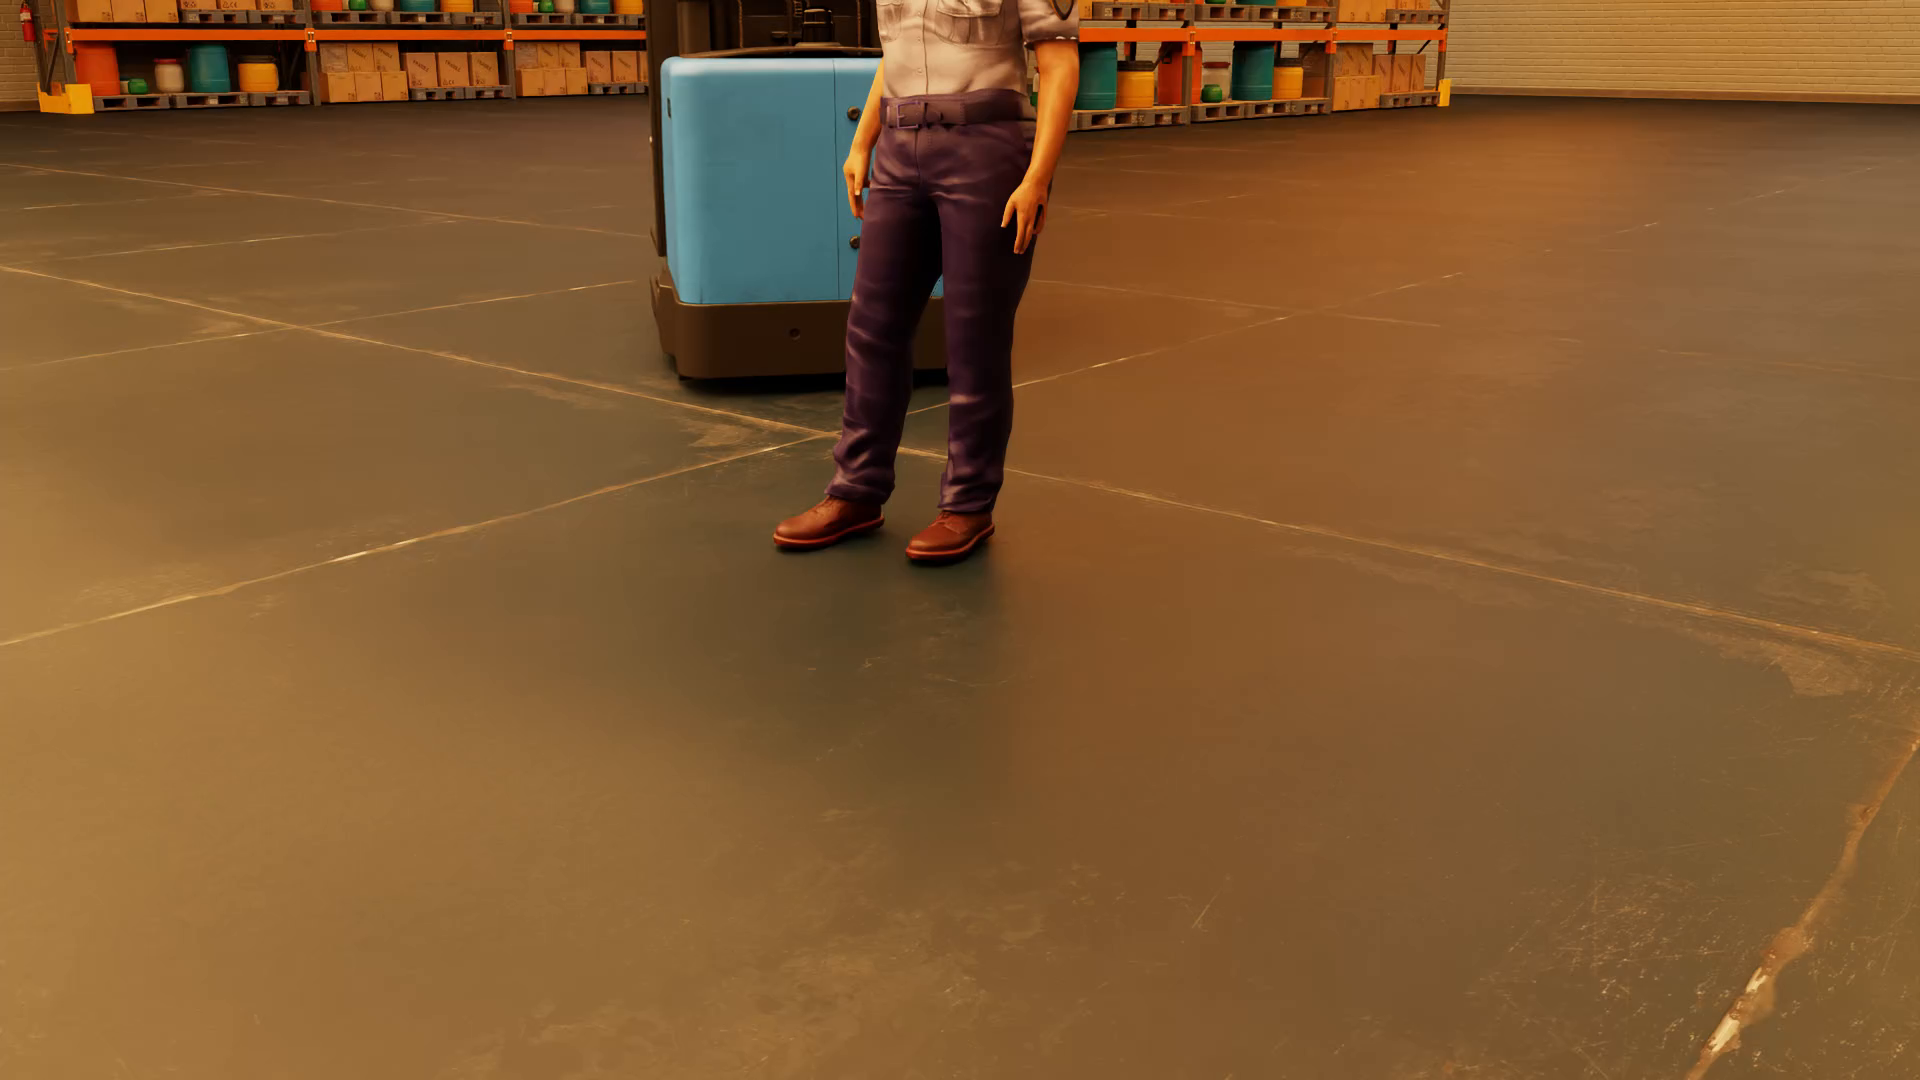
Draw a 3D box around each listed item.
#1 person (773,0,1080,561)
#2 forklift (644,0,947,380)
[{"bbox_3d":[-0.075,-0.779,3.648,0.598,1.651,0.502,13,21,37],"label":"person"},{"bbox_3d":[-0.709,-2.317,6.528,1.130,2.935,3.031,-4,17,-12],"label":"forklift"}]
